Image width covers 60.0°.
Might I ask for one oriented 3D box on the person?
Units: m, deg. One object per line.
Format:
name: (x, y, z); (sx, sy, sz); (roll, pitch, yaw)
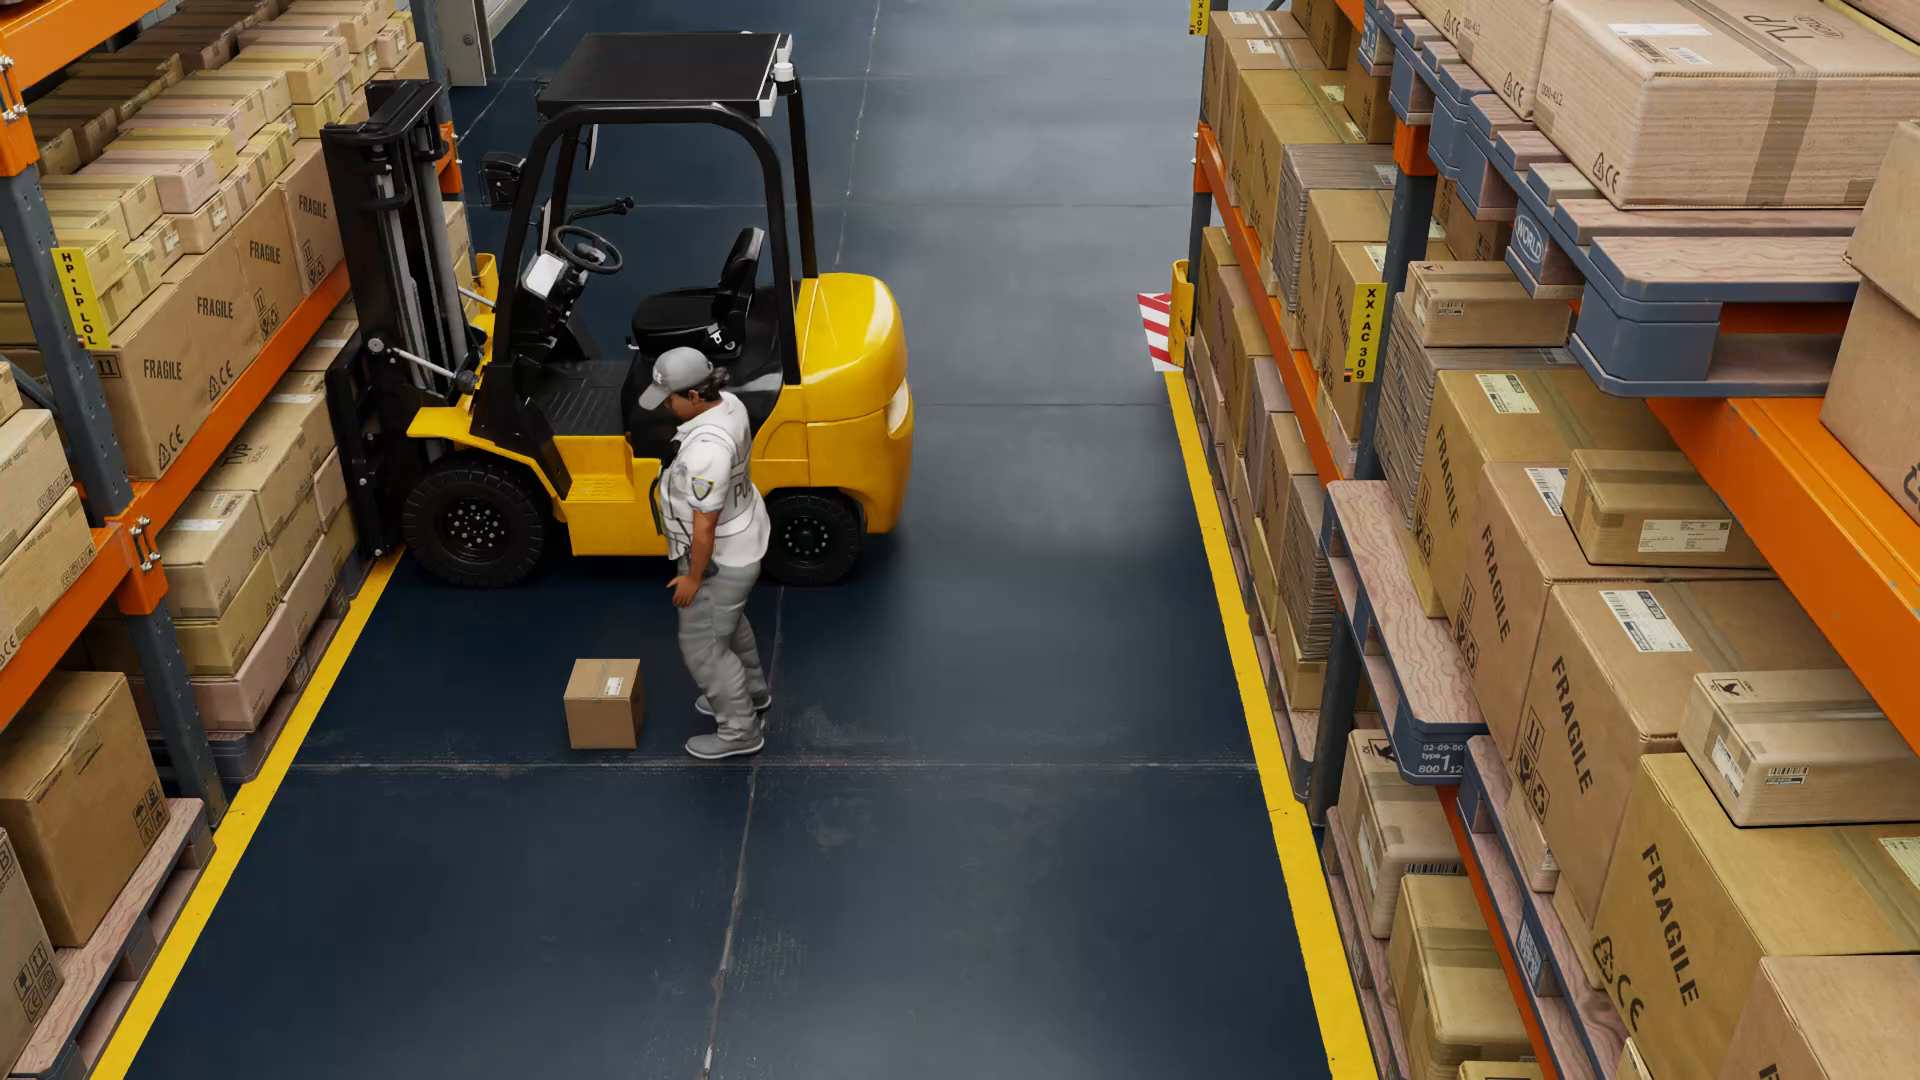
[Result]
person: (-0.900, 0.061, 6.070); (0.364, 1.637, 0.478); (0, 32, 1)
